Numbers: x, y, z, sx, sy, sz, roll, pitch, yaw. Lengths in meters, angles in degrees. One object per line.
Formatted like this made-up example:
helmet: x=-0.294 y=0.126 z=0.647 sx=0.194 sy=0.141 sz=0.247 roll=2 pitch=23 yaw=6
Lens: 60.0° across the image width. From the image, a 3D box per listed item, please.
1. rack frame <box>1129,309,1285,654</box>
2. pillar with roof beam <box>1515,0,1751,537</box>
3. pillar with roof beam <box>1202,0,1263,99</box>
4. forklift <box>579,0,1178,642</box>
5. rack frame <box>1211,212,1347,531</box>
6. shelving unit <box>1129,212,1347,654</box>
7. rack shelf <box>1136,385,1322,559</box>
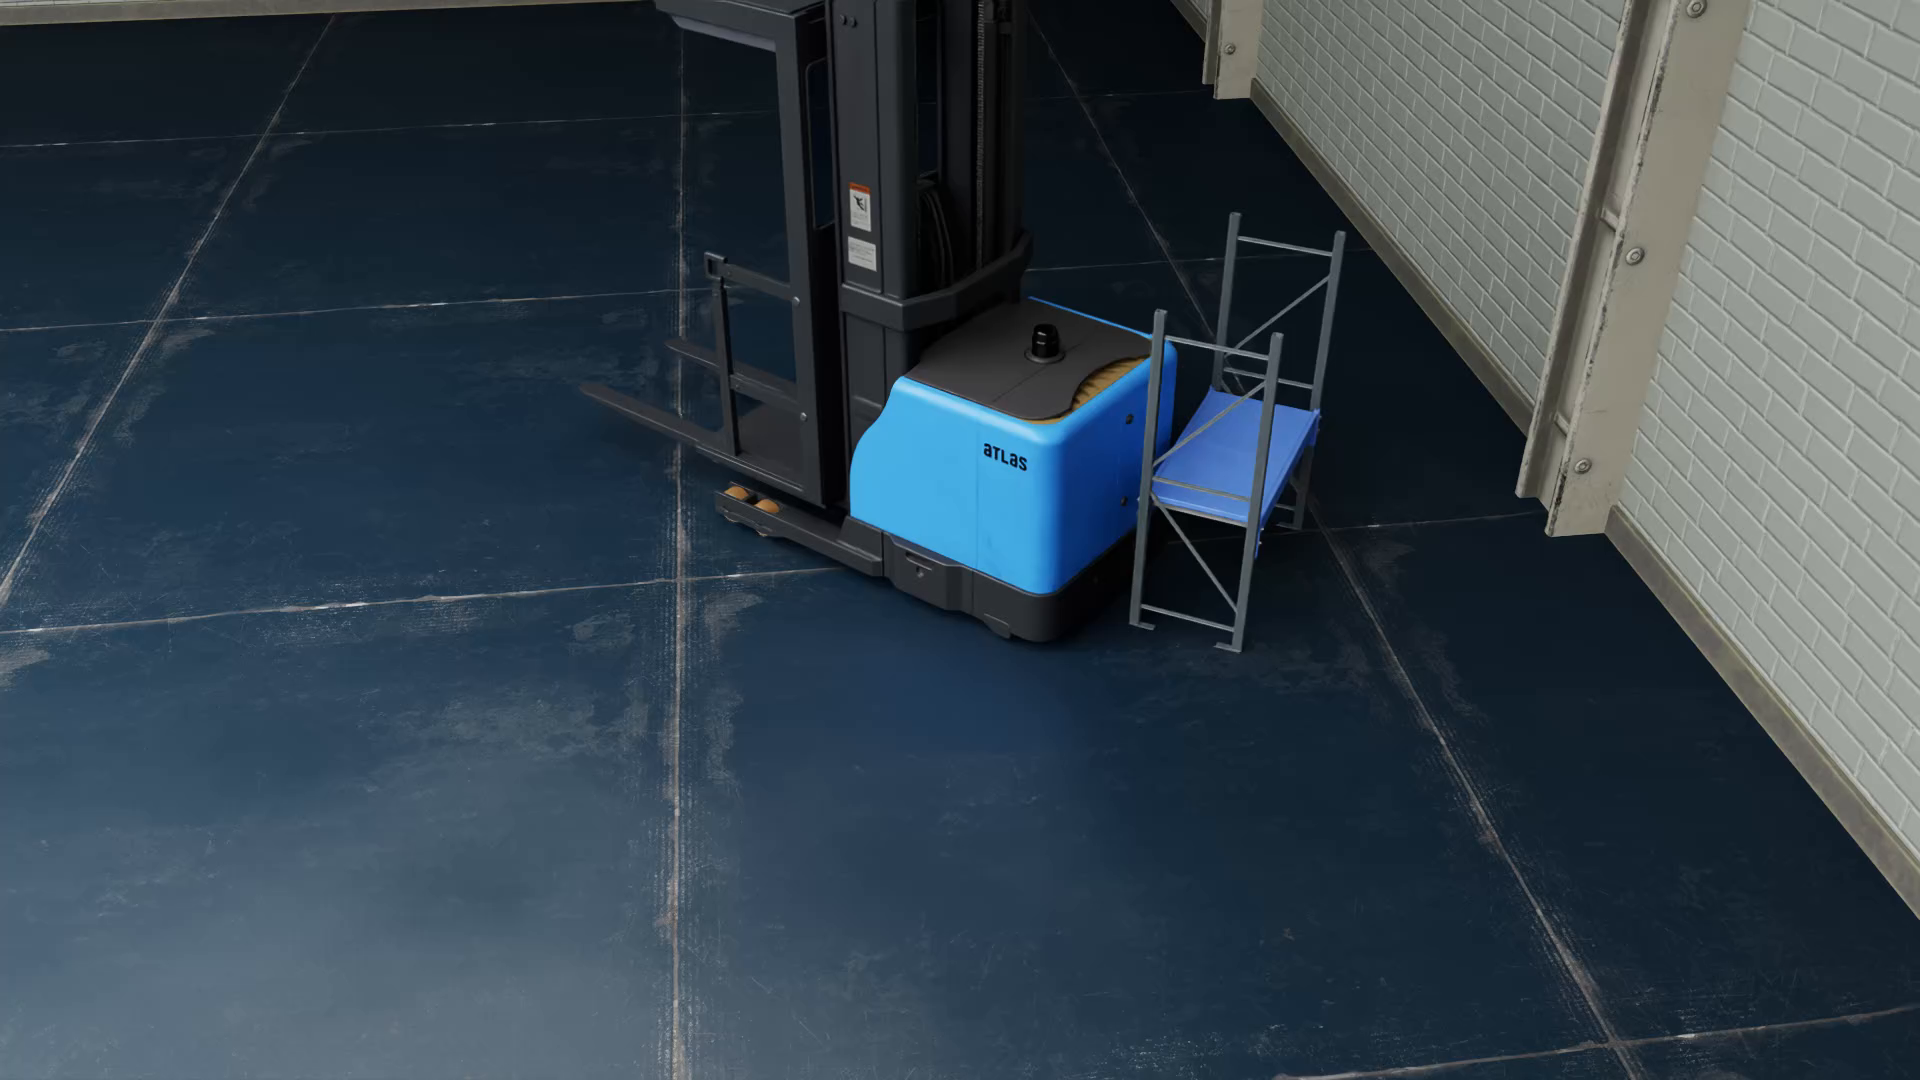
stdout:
rack frame: x=0.973 y=-0.202 z=6.711 sx=0.500 sy=1.500 sz=0.032 roll=14 pitch=37 yaw=19
pillar with roof beam: x=-1.387 y=-3.529 z=4.938 sx=9.100 sy=9.000 sz=0.400 roll=-4 pitch=35 yaw=-6
pillar with roof beam: x=-2.194 y=-6.877 z=9.851 sx=9.100 sy=9.000 sz=0.400 roll=-4 pitch=35 yaw=-6
forklift: x=-0.539 y=-1.445 z=7.268 sx=3.031 sy=2.935 sz=1.130 roll=23 pitch=40 yaw=30
rack frame: x=1.384 y=-0.726 z=7.479 sx=0.500 sy=1.500 sz=0.032 roll=14 pitch=37 yaw=19
shelving unit: x=1.179 y=-0.464 z=7.095 sx=0.538 sy=1.500 sz=1.048 roll=14 pitch=37 yaw=19
rack shelf: x=1.177 y=-0.316 z=7.197 sx=0.538 sy=0.185 sz=1.000 roll=14 pitch=37 yaw=19
